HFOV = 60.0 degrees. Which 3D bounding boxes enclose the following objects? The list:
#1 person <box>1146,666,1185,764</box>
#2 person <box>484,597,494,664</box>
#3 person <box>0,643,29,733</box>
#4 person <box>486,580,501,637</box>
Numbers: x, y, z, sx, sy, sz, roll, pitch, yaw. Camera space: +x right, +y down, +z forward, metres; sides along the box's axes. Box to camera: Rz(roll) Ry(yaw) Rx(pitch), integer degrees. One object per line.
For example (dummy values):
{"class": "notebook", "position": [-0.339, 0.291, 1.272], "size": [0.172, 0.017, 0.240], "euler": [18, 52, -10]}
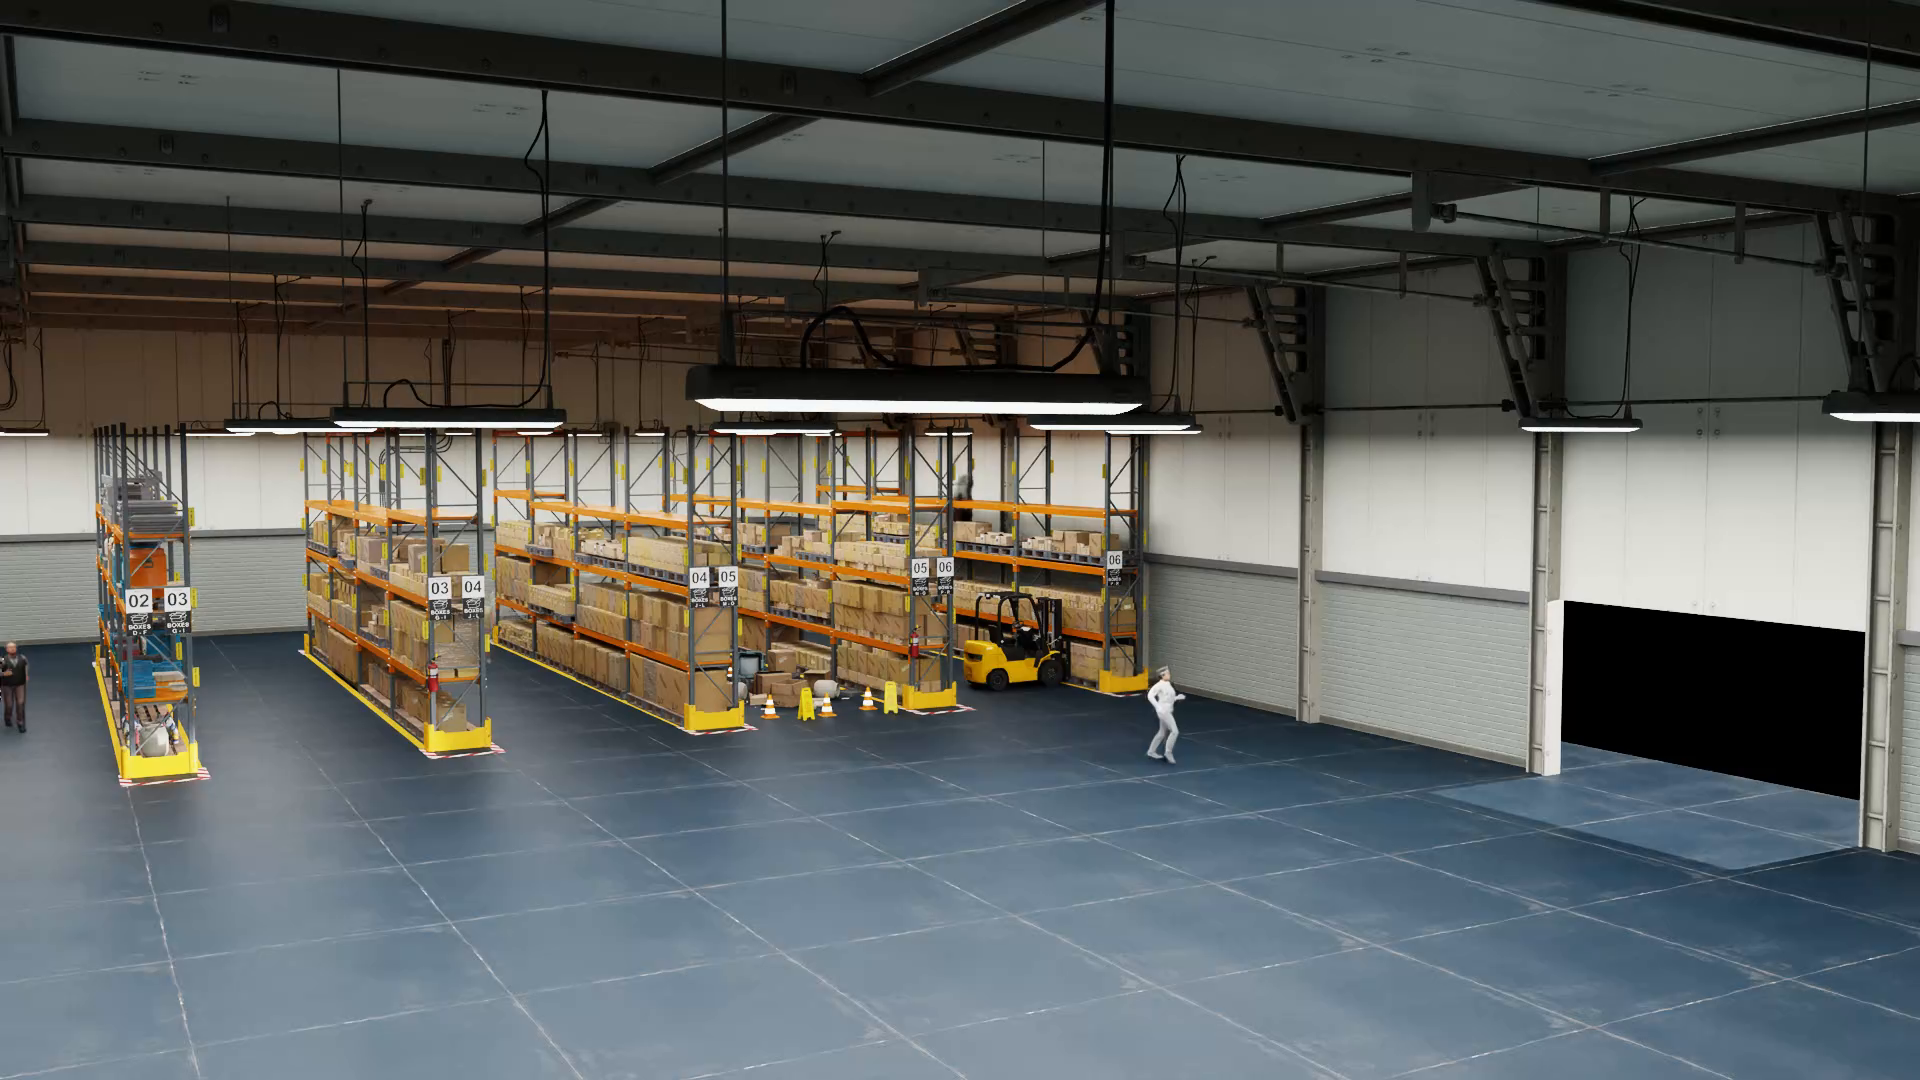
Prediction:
{"class": "person", "position": [3.641, 3.104, 29.447], "size": [0.677, 1.735, 0.590], "euler": [1, 4, 18]}
{"class": "person", "position": [-12.242, 2.298, 42.731], "size": [0.594, 1.700, 0.851], "euler": [-2, 4, -31]}
{"class": "person", "position": [-18.512, 2.868, 32.514], "size": [0.657, 1.724, 0.950], "euler": [-3, 4, -40]}
{"class": "person", "position": [-13.375, 1.969, 47.954], "size": [0.724, 1.752, 0.698], "euler": [-2, 4, -31]}
